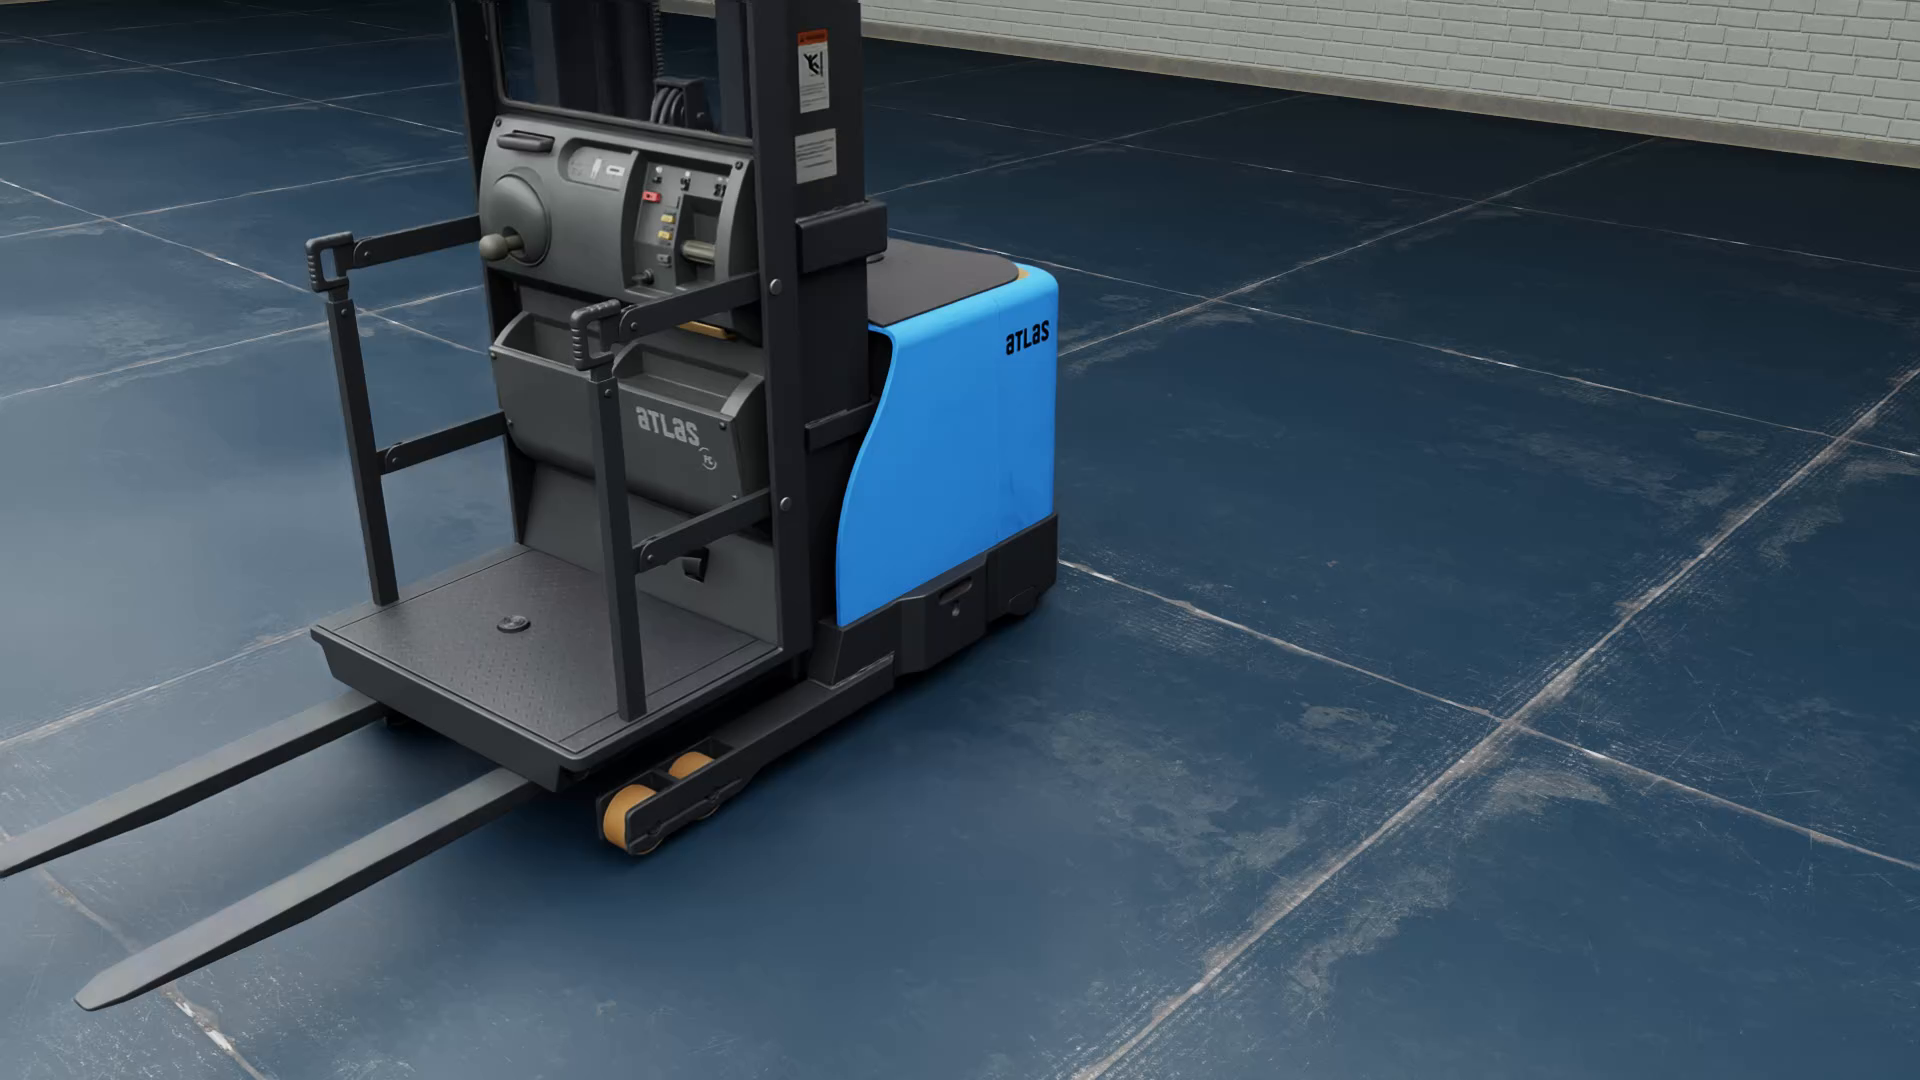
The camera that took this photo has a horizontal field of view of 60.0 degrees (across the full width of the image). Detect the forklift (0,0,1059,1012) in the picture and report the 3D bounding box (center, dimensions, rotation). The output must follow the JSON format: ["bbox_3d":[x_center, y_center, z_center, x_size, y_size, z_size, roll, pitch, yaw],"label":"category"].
[{"bbox_3d":[-1.000,-0.802,3.956,1.130,2.935,3.031,18,30,34],"label":"forklift"}]
